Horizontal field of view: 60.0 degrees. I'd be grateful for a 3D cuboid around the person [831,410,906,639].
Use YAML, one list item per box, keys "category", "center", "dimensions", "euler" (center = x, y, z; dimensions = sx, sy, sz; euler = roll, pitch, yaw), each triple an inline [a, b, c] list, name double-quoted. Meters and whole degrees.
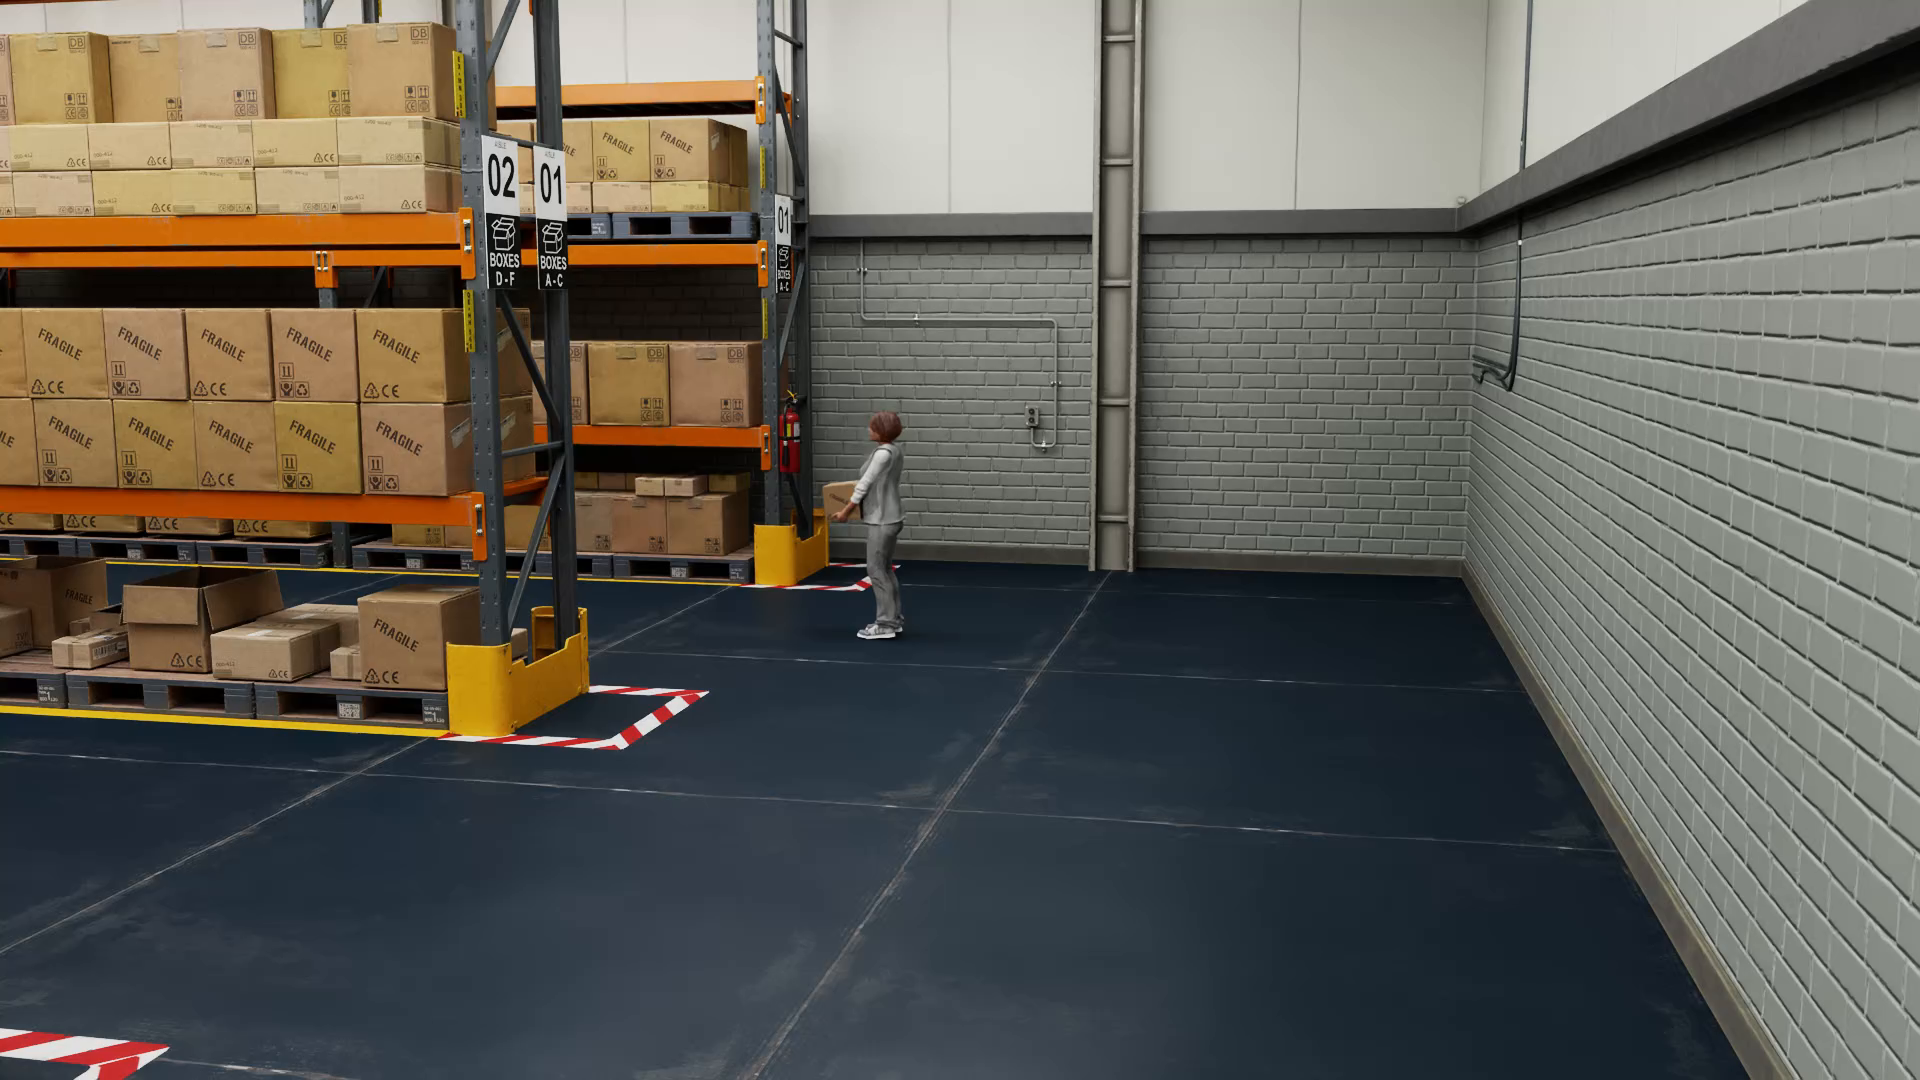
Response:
- category: "person"
  center: [-0.626, -0.111, 11.651]
  dimensions: [0.498, 1.598, 0.385]
  euler: [2, 8, 11]
